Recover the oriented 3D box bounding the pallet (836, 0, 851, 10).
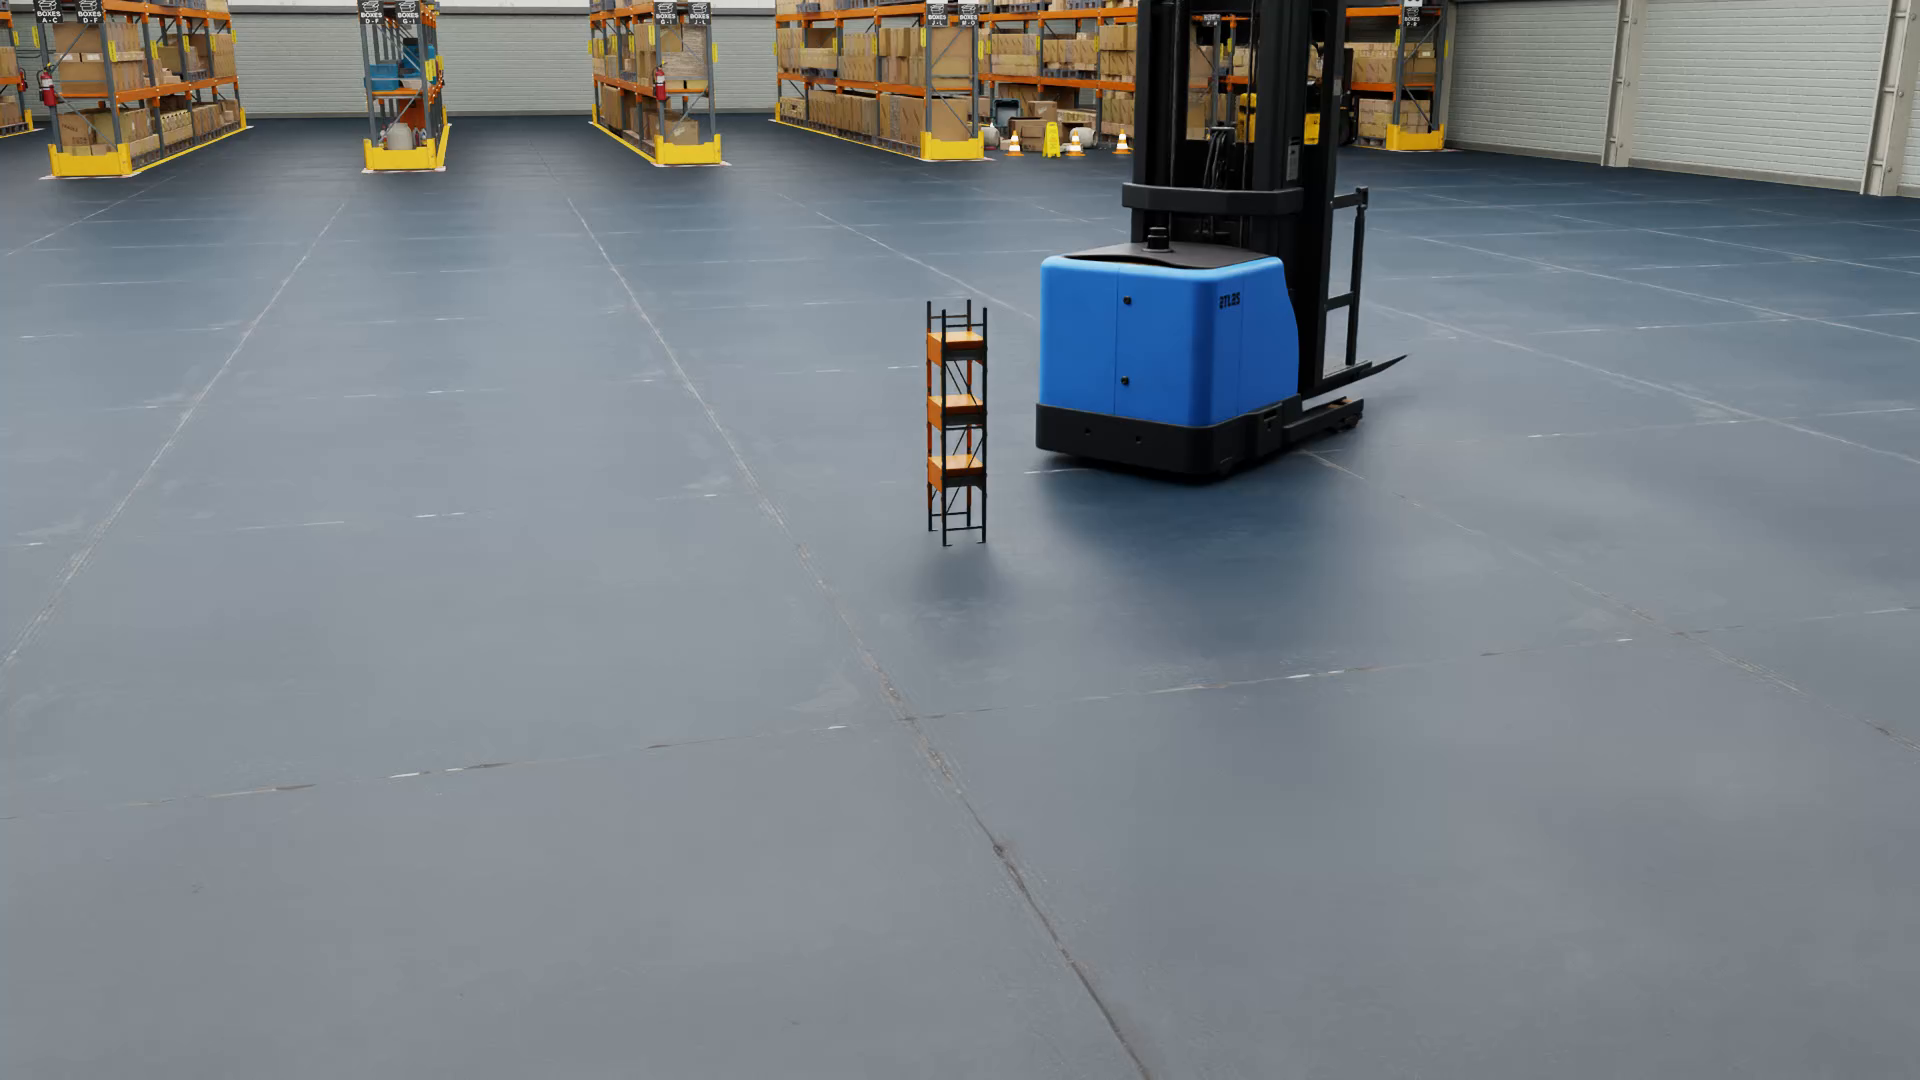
[{"bbox_3d":[-2.121,-12.071,37.538,1.213,0.211,1.003,-4,17,-13],"label":"pallet"}]

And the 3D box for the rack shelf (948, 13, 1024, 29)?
[{"bbox_3d":[0.734,-14.070,45.115,1.077,0.370,4.000,-5,17,-15],"label":"rack shelf"}]

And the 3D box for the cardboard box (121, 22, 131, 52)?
[{"bbox_3d":[-15.167,-8.915,29.488,0.700,0.500,0.500,-5,17,-15],"label":"cardboard box"}]

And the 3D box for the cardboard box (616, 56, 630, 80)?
[{"bbox_3d":[-7.520,-10.700,37.684,0.500,0.500,0.500,-4,17,-14],"label":"cardboard box"}]

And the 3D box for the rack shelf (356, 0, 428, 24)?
[{"bbox_3d":[-10.259,-9.576,30.153,1.077,0.370,4.000,-5,17,-15],"label":"rack shelf"}]

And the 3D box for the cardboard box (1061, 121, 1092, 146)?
[{"bbox_3d":[2.468,-8.612,35.249,0.500,0.500,0.500,7,18,23],"label":"cardboard box"}]

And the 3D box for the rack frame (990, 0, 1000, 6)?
[{"bbox_3d":[1.283,-15.298,42.738,1.000,3.000,0.127,-5,17,-15],"label":"rack frame"}]

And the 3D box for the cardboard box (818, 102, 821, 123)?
[{"bbox_3d":[-3.196,-10.494,40.788,0.500,0.500,0.500,-4,17,-14],"label":"cardboard box"}]

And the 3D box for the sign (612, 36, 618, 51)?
[{"bbox_3d":[-7.679,-11.045,36.994,0.100,0.325,0.005,-5,17,-15],"label":"sign"}]

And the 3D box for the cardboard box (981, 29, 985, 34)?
[{"bbox_3d":[0.779,-13.542,44.281,0.380,0.149,0.250,-5,17,-16],"label":"cardboard box"}]

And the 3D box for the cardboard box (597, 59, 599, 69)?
[{"bbox_3d":[-9.040,-12.238,42.722,0.500,0.250,0.500,-5,17,-16],"label":"cardboard box"}]

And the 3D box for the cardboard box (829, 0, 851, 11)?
[{"bbox_3d":[-2.750,-12.521,38.535,0.500,0.500,0.500,-5,17,-15],"label":"cardboard box"}]

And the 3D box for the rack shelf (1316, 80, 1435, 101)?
[{"bbox_3d":[8.803,-9.708,35.806,1.077,0.370,4.000,-5,17,-15],"label":"rack shelf"}]

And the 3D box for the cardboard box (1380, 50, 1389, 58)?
[{"bbox_3d":[8.889,-10.000,34.226,0.380,0.149,0.250,-4,17,-14],"label":"cardboard box"}]

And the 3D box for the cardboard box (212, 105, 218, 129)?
[{"bbox_3d":[-17.232,-9.621,37.849,0.500,0.500,0.500,-5,17,-15],"label":"cardboard box"}]

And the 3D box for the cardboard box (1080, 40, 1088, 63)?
[{"bbox_3d":[2.997,-10.850,36.938,0.500,0.500,0.500,-5,17,-15],"label":"cardboard box"}]

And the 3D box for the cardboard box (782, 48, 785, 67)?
[{"bbox_3d":[-4.518,-13.010,44.859,0.500,0.500,0.500,-5,17,-15],"label":"cardboard box"}]

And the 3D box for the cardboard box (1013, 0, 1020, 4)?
[{"bbox_3d":[1.619,-13.468,40.958,0.500,0.500,0.500,-5,17,-15],"label":"cardboard box"}]

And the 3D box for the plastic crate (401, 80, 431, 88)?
[{"bbox_3d":[-10.119,-8.481,30.932,0.530,0.136,0.437,-5,17,-15],"label":"plastic crate"}]

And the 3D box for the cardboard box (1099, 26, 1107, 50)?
[{"bbox_3d":[3.394,-10.742,35.571,0.700,0.500,0.500,-5,17,-16],"label":"cardboard box"}]

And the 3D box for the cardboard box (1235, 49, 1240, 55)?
[{"bbox_3d":[6.959,-11.959,40.749,0.380,0.149,0.250,-4,17,-14],"label":"cardboard box"}]

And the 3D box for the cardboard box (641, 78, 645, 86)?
[{"bbox_3d":[-6.018,-8.947,32.460,0.380,0.149,0.250,-5,17,-15],"label":"cardboard box"}]

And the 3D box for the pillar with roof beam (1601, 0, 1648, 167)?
[{"bbox_3d":[7.538,-10.636,27.218,9.100,9.000,0.400,-5,17,-15],"label":"pillar with roof beam"}]

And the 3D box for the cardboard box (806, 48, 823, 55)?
[{"bbox_3d":[-3.566,-12.009,40.889,0.380,0.149,0.250,-5,17,-16],"label":"cardboard box"}]

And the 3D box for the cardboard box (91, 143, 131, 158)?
[{"bbox_3d":[-14.407,-6.590,28.226,0.500,0.250,0.500,-5,17,-15],"label":"cardboard box"}]

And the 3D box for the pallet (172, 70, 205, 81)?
[{"bbox_3d":[-17.211,-10.198,36.523,1.003,0.211,1.213,-5,17,-15],"label":"pallet"}]

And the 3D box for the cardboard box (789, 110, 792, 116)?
[{"bbox_3d":[-4.375,-11.425,44.499,0.380,0.149,0.250,-6,18,-18],"label":"cardboard box"}]

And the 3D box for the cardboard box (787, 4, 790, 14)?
[{"bbox_3d":[-4.244,-13.901,43.563,0.500,0.250,0.500,-5,17,-16],"label":"cardboard box"}]

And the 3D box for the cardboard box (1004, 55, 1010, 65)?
[{"bbox_3d":[1.416,-12.165,42.127,0.500,0.250,0.500,-4,17,-15],"label":"cardboard box"}]

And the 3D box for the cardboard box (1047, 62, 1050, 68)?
[{"bbox_3d":[2.293,-11.295,39.545,0.380,0.149,0.250,-6,18,-18],"label":"cardboard box"}]

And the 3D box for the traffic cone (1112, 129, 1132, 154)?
[{"bbox_3d":[3.223,-7.907,32.972,0.336,0.463,0.334,-5,17,-15],"label":"traffic cone"}]

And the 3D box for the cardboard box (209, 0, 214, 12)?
[{"bbox_3d":[-17.800,-12.517,38.953,0.500,0.250,0.500,-5,17,-15],"label":"cardboard box"}]

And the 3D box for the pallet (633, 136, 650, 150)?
[{"bbox_3d":[-6.262,-8.308,34.744,1.003,0.211,1.213,-5,17,-15],"label":"pallet"}]

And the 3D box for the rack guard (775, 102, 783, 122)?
[{"bbox_3d":[-4.527,-11.894,46.178,1.175,0.500,0.348,-5,17,-15],"label":"rack guard"}]

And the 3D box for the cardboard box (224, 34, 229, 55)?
[{"bbox_3d":[-18.197,-12.108,40.635,0.500,0.500,0.500,-4,17,-14],"label":"cardboard box"}]

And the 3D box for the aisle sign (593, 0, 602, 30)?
[{"bbox_3d":[-9.653,-13.989,44.289,0.394,0.787,0.004,-5,17,-15],"label":"aisle sign"}]

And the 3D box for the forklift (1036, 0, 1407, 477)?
[{"bbox_3d":[1.686,-2.087,9.306,1.130,2.935,3.031,12,21,35],"label":"forklift"}]

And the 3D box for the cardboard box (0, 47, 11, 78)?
[{"bbox_3d":[-23.272,-11.376,39.588,0.980,0.700,0.700,-5,17,-16],"label":"cardboard box"}]

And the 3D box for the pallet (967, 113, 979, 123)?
[{"bbox_3d":[0.811,-11.644,45.848,1.003,0.211,1.213,-5,17,-15],"label":"pallet"}]

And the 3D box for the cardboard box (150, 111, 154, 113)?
[{"bbox_3d":[-16.658,-8.593,33.919,0.500,0.311,0.500,-5,17,-17],"label":"cardboard box"}]

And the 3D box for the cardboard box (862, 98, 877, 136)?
[{"bbox_3d":[-1.507,-9.081,35.649,1.050,0.750,0.750,-5,17,-16],"label":"cardboard box"}]

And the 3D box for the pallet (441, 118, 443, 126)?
[{"bbox_3d":[-13.917,-10.789,43.004,1.003,0.211,1.213,-5,17,-15],"label":"pallet"}]

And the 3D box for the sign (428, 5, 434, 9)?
[{"bbox_3d":[-11.381,-11.575,35.740,0.100,0.325,0.005,-5,17,-15],"label":"sign"}]

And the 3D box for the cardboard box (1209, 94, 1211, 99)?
[{"bbox_3d":[6.611,-11.369,42.574,0.380,0.149,0.250,-4,17,-14],"label":"cardboard box"}]

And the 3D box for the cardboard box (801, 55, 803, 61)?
[{"bbox_3d":[-3.782,-12.083,41.654,0.380,0.149,0.250,-4,17,-14],"label":"cardboard box"}]

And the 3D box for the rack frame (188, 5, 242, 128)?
[{"bbox_3d":[-18.870,-11.965,42.072,1.000,3.000,0.127,-5,17,-15],"label":"rack frame"}]

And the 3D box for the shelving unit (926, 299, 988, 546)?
[{"bbox_3d":[-0.015,-0.518,7.350,0.215,1.050,0.252,-5,17,-15],"label":"shelving unit"}]

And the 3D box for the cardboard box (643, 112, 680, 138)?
[{"bbox_3d":[-6.195,-8.613,34.493,0.700,0.500,0.500,-6,18,-20],"label":"cardboard box"}]

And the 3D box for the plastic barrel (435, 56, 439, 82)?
[{"bbox_3d":[-11.489,-10.104,35.639,0.600,0.536,0.708,-5,17,-15],"label":"plastic barrel"}]

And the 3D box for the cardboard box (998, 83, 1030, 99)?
[{"bbox_3d":[1.531,-11.443,43.296,0.875,0.875,0.875,-4,17,-14],"label":"cardboard box"}]

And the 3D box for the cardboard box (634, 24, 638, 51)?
[{"bbox_3d":[-6.167,-9.953,32.944,0.500,0.500,0.500,-5,17,-15],"label":"cardboard box"}]

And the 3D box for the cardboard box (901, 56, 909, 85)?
[{"bbox_3d":[-0.687,-9.316,32.990,0.875,0.550,0.500,-5,17,-15],"label":"cardboard box"}]

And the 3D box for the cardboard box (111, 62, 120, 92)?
[{"bbox_3d":[-14.738,-7.863,28.240,0.700,0.500,0.500,-4,17,-14],"label":"cardboard box"}]

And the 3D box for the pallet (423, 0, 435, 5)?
[{"bbox_3d":[-10.517,-10.191,31.279,1.213,0.211,1.003,-5,17,-15],"label":"pallet"}]
